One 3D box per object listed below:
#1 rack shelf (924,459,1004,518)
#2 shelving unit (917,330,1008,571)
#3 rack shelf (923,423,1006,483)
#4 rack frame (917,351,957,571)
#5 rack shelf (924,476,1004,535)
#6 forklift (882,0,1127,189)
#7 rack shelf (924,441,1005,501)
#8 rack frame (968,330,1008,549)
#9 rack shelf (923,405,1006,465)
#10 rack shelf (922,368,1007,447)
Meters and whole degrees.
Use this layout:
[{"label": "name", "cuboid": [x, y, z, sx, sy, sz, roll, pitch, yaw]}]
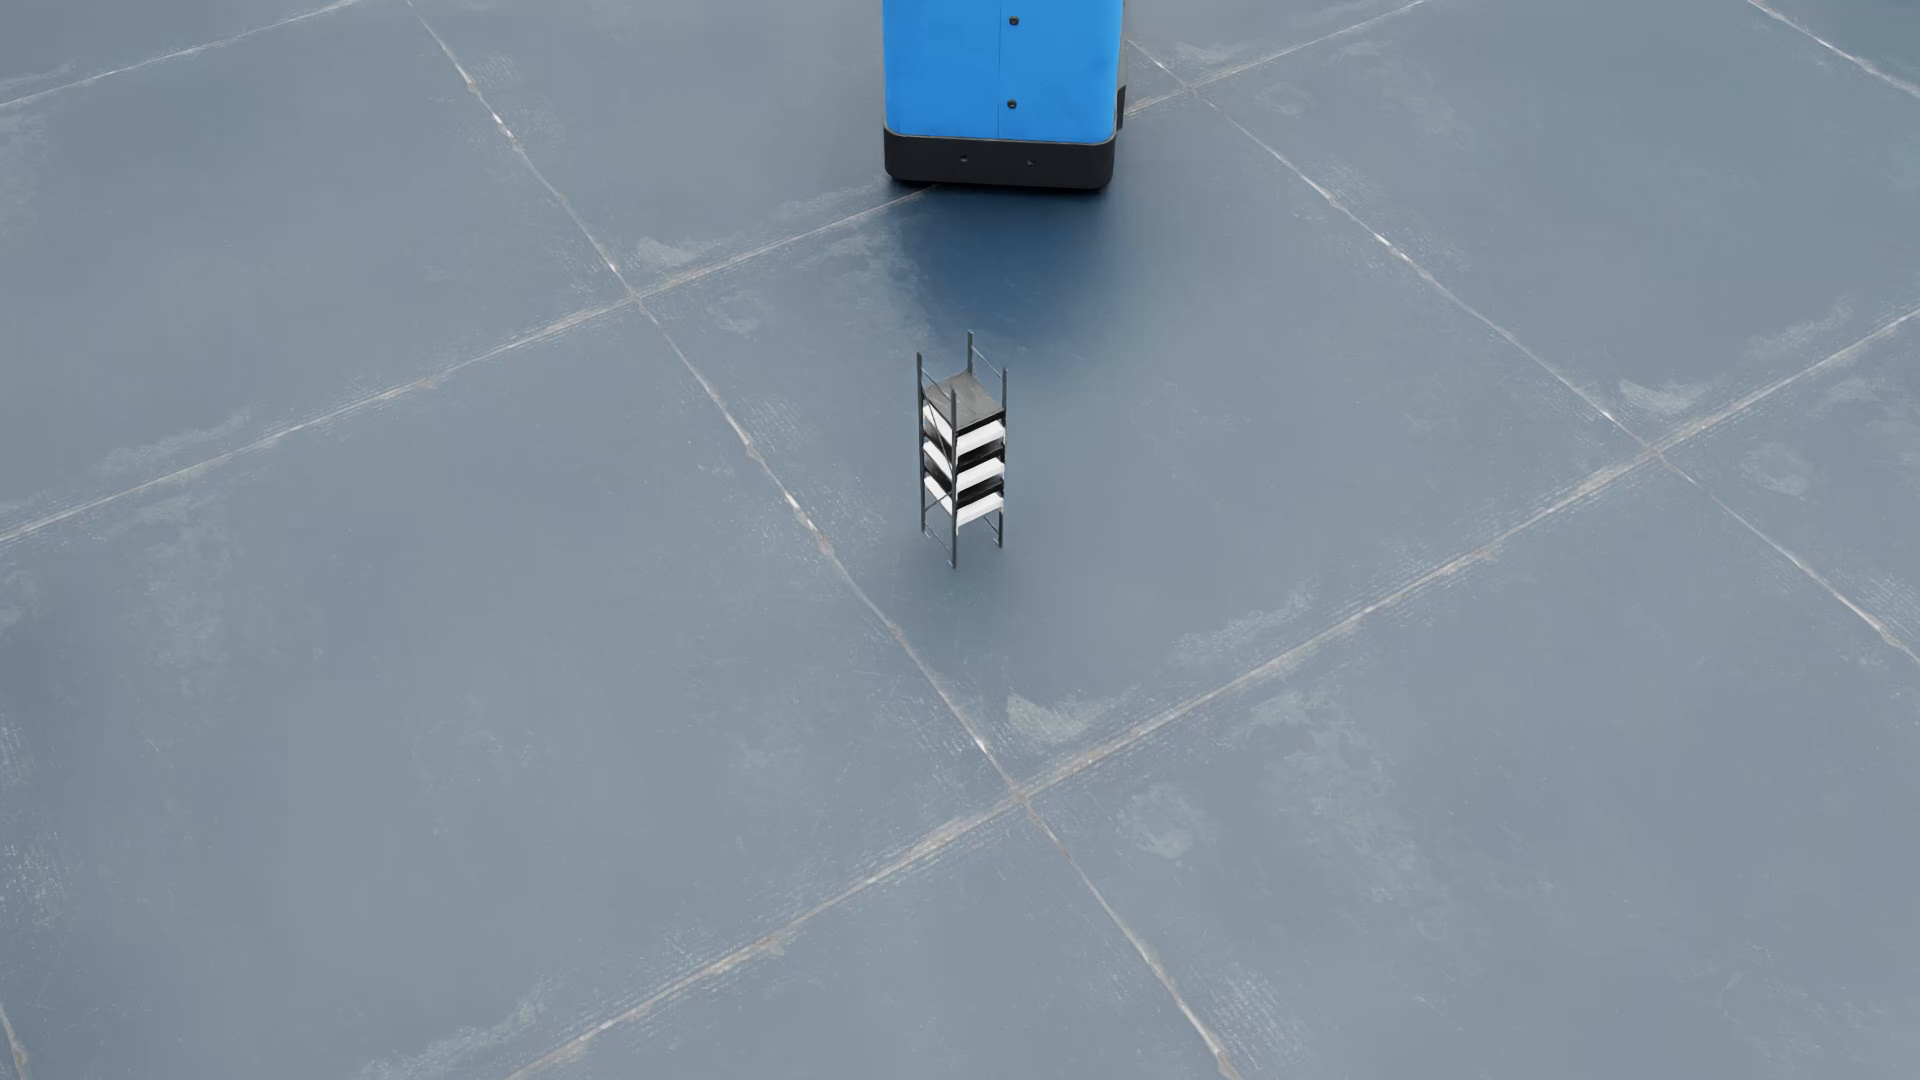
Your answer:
[{"label": "rack shelf", "cuboid": [0.007, -0.220, 6.009, 0.200, 0.077, 0.258, -25, 53, -21]}, {"label": "shelving unit", "cuboid": [0.007, -0.303, 5.917, 0.210, 0.900, 0.258, -25, 53, -21]}, {"label": "rack shelf", "cuboid": [0.007, -0.340, 5.874, 0.200, 0.077, 0.258, -25, 53, -21]}, {"label": "rack frame", "cuboid": [-0.079, -0.262, 5.881, 0.006, 0.900, 0.240, -25, 53, -21]}, {"label": "rack shelf", "cuboid": [0.007, -0.161, 6.076, 0.200, 0.077, 0.258, -25, 53, -21]}, {"label": "forklift", "cuboid": [0.289, -3.677, 7.562, 1.130, 2.935, 3.031, 3, 48, 3]}, {"label": "rack shelf", "cuboid": [0.007, -0.280, 5.942, 0.200, 0.077, 0.258, -25, 53, -21]}, {"label": "rack frame", "cuboid": [0.093, -0.343, 5.953, 0.006, 0.900, 0.240, -25, 53, -21]}, {"label": "rack shelf", "cuboid": [0.007, -0.400, 5.807, 0.200, 0.077, 0.258, -25, 53, -21]}, {"label": "rack shelf", "cuboid": [0.007, -0.460, 5.740, 0.200, 0.077, 0.258, -25, 53, -21]}]
